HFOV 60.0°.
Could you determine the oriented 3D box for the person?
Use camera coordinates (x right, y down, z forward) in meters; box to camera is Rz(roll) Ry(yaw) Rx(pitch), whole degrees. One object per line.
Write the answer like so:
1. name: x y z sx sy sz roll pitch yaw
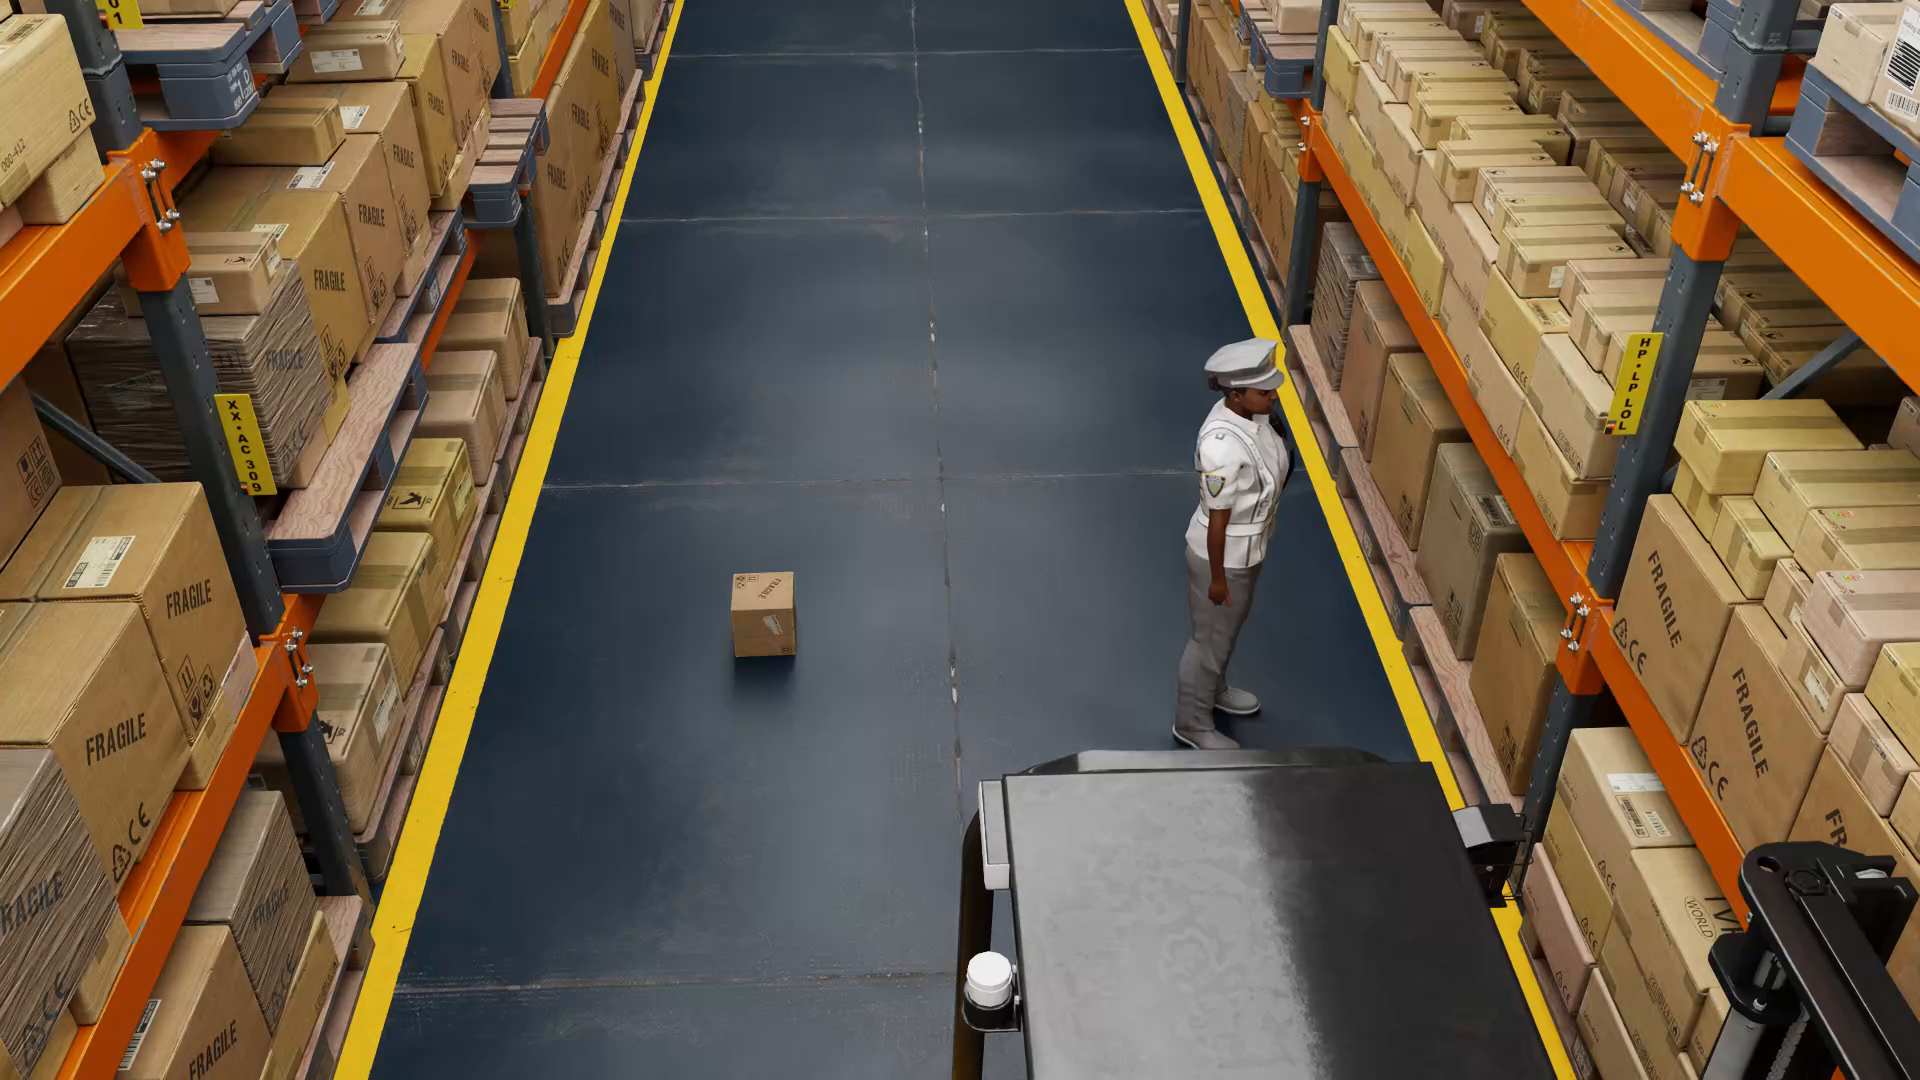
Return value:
1. person: 0.989 -0.264 5.881 0.308 0.983 0.437 12 37 17
